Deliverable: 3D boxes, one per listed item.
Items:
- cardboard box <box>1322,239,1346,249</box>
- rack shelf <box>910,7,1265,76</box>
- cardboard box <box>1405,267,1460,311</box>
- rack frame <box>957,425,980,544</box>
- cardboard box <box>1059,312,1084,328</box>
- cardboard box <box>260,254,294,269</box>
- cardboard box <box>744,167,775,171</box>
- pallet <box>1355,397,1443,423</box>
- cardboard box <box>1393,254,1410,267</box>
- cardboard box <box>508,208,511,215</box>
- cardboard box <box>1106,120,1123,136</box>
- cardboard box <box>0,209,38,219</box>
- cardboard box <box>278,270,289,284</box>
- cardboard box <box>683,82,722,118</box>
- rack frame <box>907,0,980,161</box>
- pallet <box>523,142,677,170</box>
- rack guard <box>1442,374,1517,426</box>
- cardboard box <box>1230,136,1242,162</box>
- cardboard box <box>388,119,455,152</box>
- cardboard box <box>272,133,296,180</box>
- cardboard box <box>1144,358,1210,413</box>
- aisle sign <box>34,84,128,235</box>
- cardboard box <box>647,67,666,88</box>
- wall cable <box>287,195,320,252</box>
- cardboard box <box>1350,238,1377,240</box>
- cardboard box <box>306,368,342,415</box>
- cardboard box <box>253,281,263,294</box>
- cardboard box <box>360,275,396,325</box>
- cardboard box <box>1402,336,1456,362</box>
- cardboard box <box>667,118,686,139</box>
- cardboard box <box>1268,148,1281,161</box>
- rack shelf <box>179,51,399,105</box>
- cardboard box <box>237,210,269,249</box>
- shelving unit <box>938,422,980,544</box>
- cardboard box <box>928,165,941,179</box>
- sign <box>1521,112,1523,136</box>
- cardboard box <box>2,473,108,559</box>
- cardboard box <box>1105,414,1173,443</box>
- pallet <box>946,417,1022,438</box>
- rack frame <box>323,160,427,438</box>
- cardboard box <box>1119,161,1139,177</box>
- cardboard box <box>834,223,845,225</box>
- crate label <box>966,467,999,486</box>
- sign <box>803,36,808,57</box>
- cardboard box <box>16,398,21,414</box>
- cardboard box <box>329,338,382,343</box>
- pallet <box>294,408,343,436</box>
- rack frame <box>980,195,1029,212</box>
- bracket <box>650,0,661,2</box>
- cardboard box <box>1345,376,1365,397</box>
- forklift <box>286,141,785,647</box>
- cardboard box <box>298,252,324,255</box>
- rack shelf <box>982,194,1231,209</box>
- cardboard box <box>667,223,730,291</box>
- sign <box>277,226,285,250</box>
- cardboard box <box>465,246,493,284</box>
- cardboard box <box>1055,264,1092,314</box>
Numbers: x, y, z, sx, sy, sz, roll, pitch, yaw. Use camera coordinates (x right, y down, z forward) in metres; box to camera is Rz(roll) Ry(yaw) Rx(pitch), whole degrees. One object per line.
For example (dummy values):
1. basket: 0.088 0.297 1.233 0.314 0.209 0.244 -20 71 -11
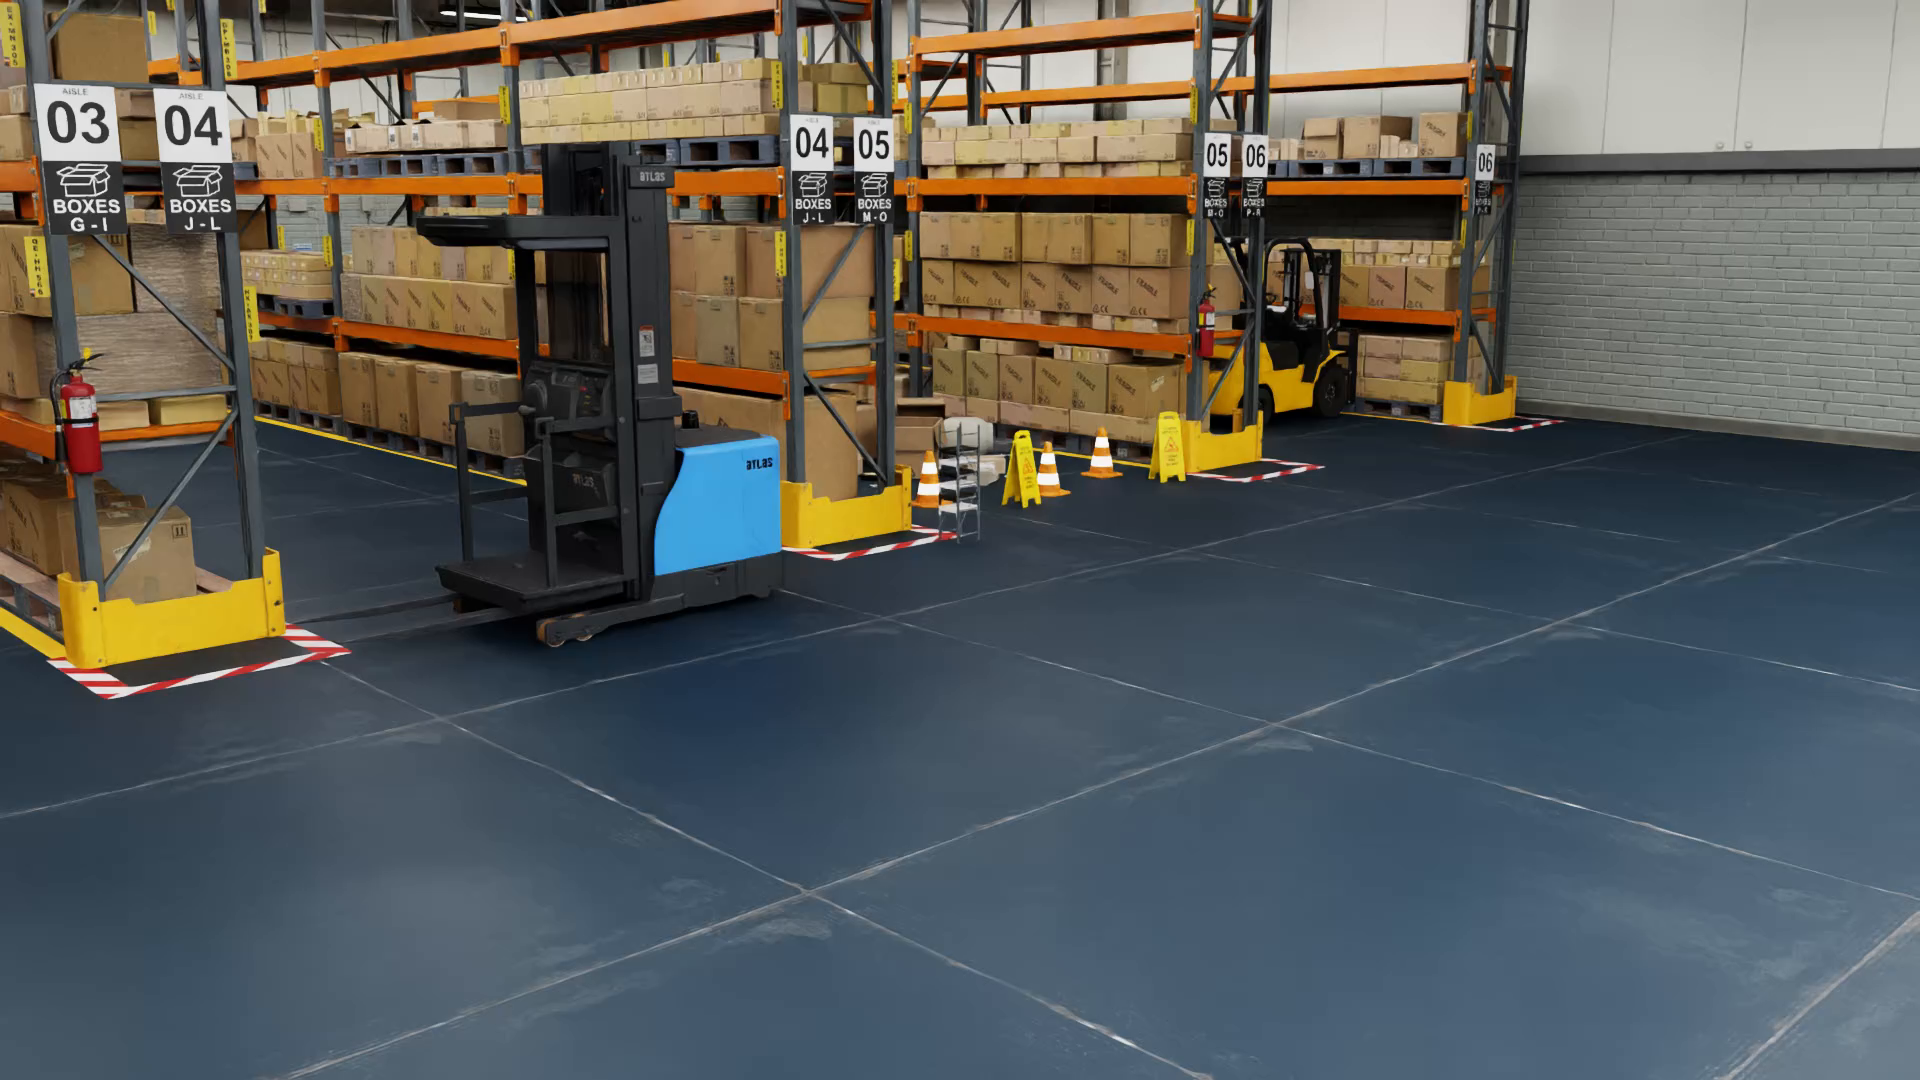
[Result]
1. cardboard box: 4.715 -3.662 20.659 0.380 0.149 0.250 -11 16 -42
2. rack shelf: 1.209 -5.088 17.096 1.077 0.370 4.000 -11 16 -43
3. cardboard box: 5.648 -2.988 19.732 0.500 0.500 0.500 -11 16 -44
4. rack frame: 0.065 -0.427 12.754 0.240 0.900 0.006 -11 16 -43
5. cardboard box: 1.244 -2.290 17.215 0.380 0.149 0.250 -11 16 -43
6. cardboard box: -7.816 -3.206 19.145 0.380 0.149 0.250 -11 16 -43
7. cardboard box: -2.287 -4.757 20.887 0.700 0.500 0.500 -11 16 -43
8. pallet: 5.620 -1.644 20.366 1.003 0.211 1.213 -11 16 -43
9. cardboard box: 5.403 -3.361 19.938 0.380 0.149 0.250 -11 16 -42
10. cardboard box: -6.596 -4.945 25.149 0.380 0.149 0.250 -11 16 -43
11. cardboard box: 1.666 -4.078 16.485 0.380 0.149 0.250 -11 16 -42
12. cardboard box: -7.787 -2.049 12.896 1.000 1.000 1.000 -11 16 -42
13. cardboard box: -7.484 -2.988 18.826 0.380 0.149 0.250 -10 16 -41
14. cardboard box: -1.805 -3.408 12.934 0.500 0.250 0.500 -11 16 -42
15. rack frame: -0.172 -5.733 18.439 1.000 3.000 0.127 -11 16 -43
16. pallet: -3.125 -3.395 14.745 1.003 0.211 1.213 -11 16 -43
17. rack guard: 6.195 -1.676 19.806 1.175 0.500 0.348 -11 16 -43
18. cardboard box: 2.436 -3.863 16.430 0.500 0.250 0.500 -11 16 -44
19. cardboard box: -5.403 -4.070 16.732 0.500 0.311 0.500 -11 16 -44
20. cardboard box: -7.377 -4.312 18.724 0.500 0.500 0.500 -11 16 -43
21. cardboard box: 2.217 -1.597 17.146 0.500 0.500 0.500 11 16 43
22. aisle sign: -4.751 -2.053 8.999 0.394 0.787 0.004 -11 16 -43
23. cardboard box: -2.276 -3.686 13.291 0.380 0.149 0.250 -11 16 -43
24. wall cable: -12.370 -5.879 31.418 0.585 1.953 0.123 -11 16 -43
25. cardboard box: 5.053 -3.724 20.963 0.380 0.149 0.250 -11 16 -42
26. cardboard box: -7.088 -1.715 18.958 0.500 0.500 0.500 -11 16 -43
27. cardboard box: -7.999 -2.953 19.392 0.380 0.149 0.250 -10 15 -41
28. cardboard box: -5.976 -2.546 17.590 0.500 0.500 0.500 -11 16 -43
29. cardboard box: 5.635 -2.276 19.821 0.500 0.250 0.500 -10 15 -41
30. cardboard box: -2.098 -3.257 13.189 0.380 0.149 0.250 -11 16 -43
31. cardboard box: 4.037 -4.868 21.007 0.380 0.149 0.250 -10 15 -41
32. rack shelf: -7.826 -5.356 19.383 1.077 0.370 4.000 -11 16 -43
33. cardboard box: -9.342 -4.042 21.635 0.500 0.500 0.500 -10 16 -41
34. shelving unit: -0.005 -0.442 12.826 0.258 0.900 0.210 -11 16 -43
35. cardboard box: -0.133 -4.061 18.377 0.380 0.149 0.250 -11 16 -43
36. sign: 6.584 -4.916 19.543 0.100 0.325 0.005 -11 16 -43
37. cardboard box: -6.205 -0.169 11.454 0.500 0.500 0.500 10 15 40
38. cardboard box: 1.821 -1.154 16.854 0.500 0.250 0.500 -11 16 -43
39. pallet: 0.318 -1.336 18.874 1.003 0.211 1.213 -11 16 -43
40. rack frame: -6.444 -2.674 18.459 1.000 3.000 0.127 -11 16 -43
41. cardboard box: 1.787 -3.646 16.363 0.380 0.149 0.250 -10 15 -41
42. cardboard box: -1.346 -3.685 19.729 0.250 0.149 0.380 11 16 43
43. crate label: 0.205 -0.594 15.455 0.298 0.136 0.250 3 12 16
44. sign: -2.514 -8.017 27.010 0.100 0.325 0.005 -11 16 -43
45. cardboard box: -5.609 -0.867 10.308 0.380 0.149 0.250 -11 16 -43
46. cardboard box: -7.096 -2.231 19.604 0.500 0.250 0.500 -11 16 -43
47. pallet: -6.983 -1.423 19.294 1.003 0.211 1.213 -11 16 -43
48. rack frame: 0.653 -4.071 25.238 1.000 3.000 0.127 -11 16 -43
49. bracket: -4.261 -9.970 30.085 0.076 0.066 4.783 -11 16 -43
50. cardboard box: 4.950 -1.935 20.645 0.500 0.250 0.500 -11 16 -42
51. forklift: -2.565 -0.918 10.106 3.031 2.935 1.130 -11 16 -44
52. cardboard box: -7.702 -3.371 19.949 0.380 0.149 0.250 -11 16 -43
53. rack shelf: 2.035 -4.896 23.591 1.077 0.370 4.000 -11 16 -43
54. cardboard box: -2.343 -2.396 14.060 0.875 0.550 0.500 -11 16 -43
55. sign: -8.808 -3.903 21.553 0.100 0.325 0.005 -11 16 -43
56. cardboard box: -4.386 -2.776 16.225 0.700 0.500 0.500 -11 16 -43
57. cardboard box: 1.331 -2.594 17.084 0.500 0.500 0.500 -11 16 -43
